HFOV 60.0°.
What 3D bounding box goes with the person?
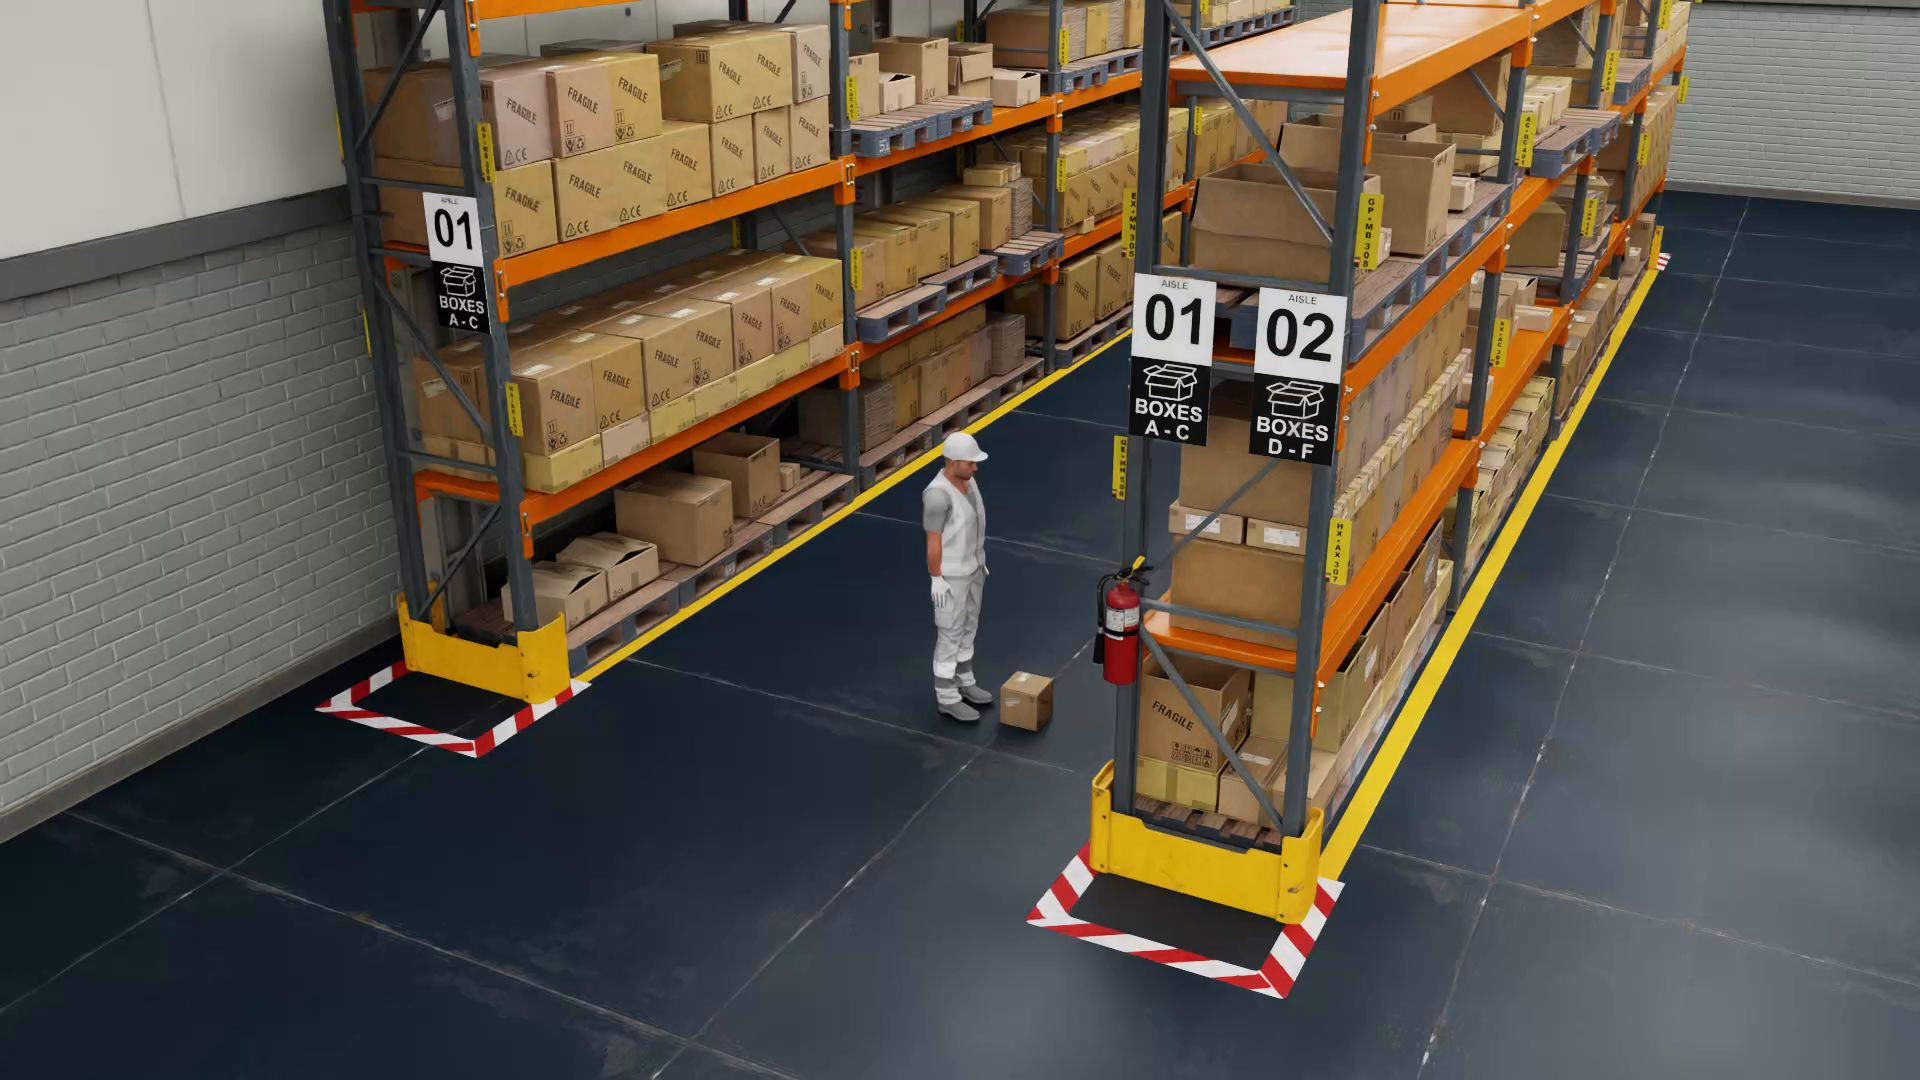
[{"bbox_3d":[0.021,0.199,10.211,0.413,1.789,0.535,11,25,25],"label":"person"}]
